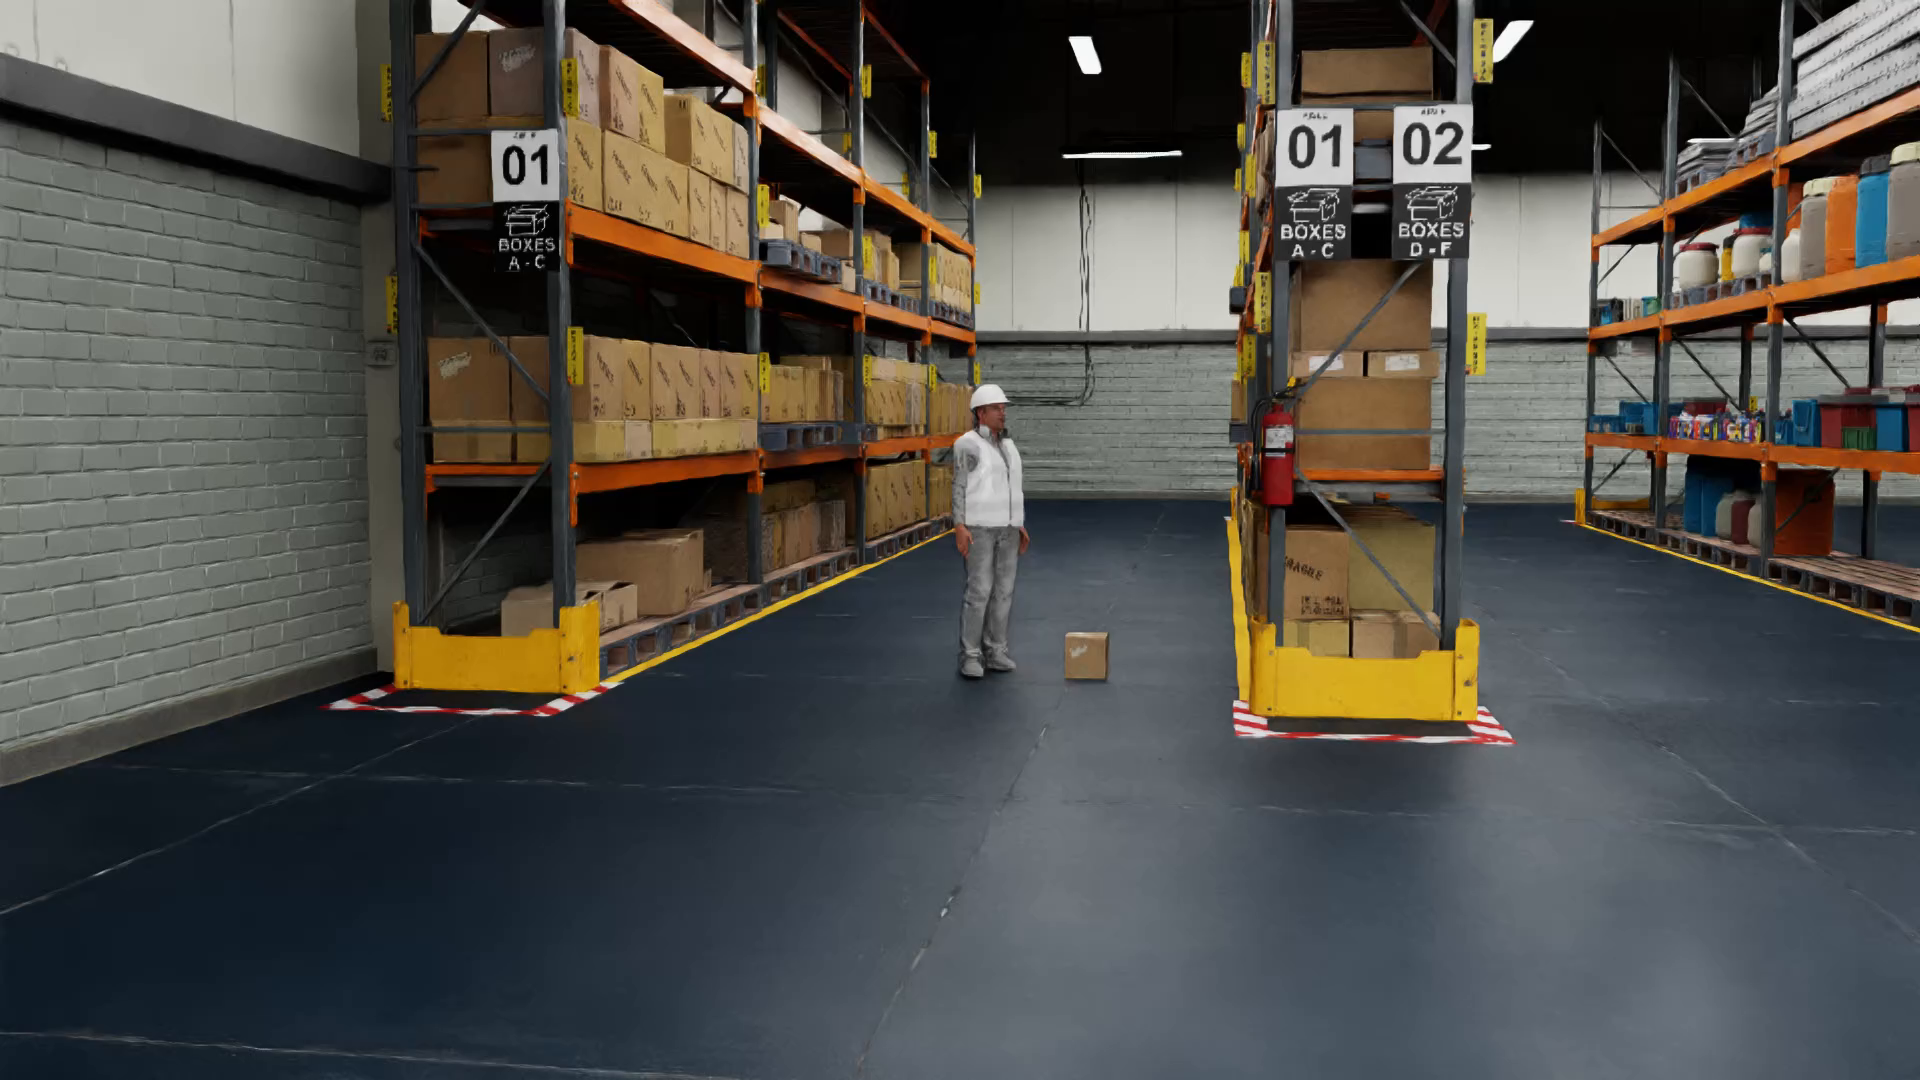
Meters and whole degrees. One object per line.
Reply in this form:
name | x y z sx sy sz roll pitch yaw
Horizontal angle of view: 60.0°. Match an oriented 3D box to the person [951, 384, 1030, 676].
person | 0.186 -0.074 10.304 0.658 1.779 0.403 -4 6 -45
